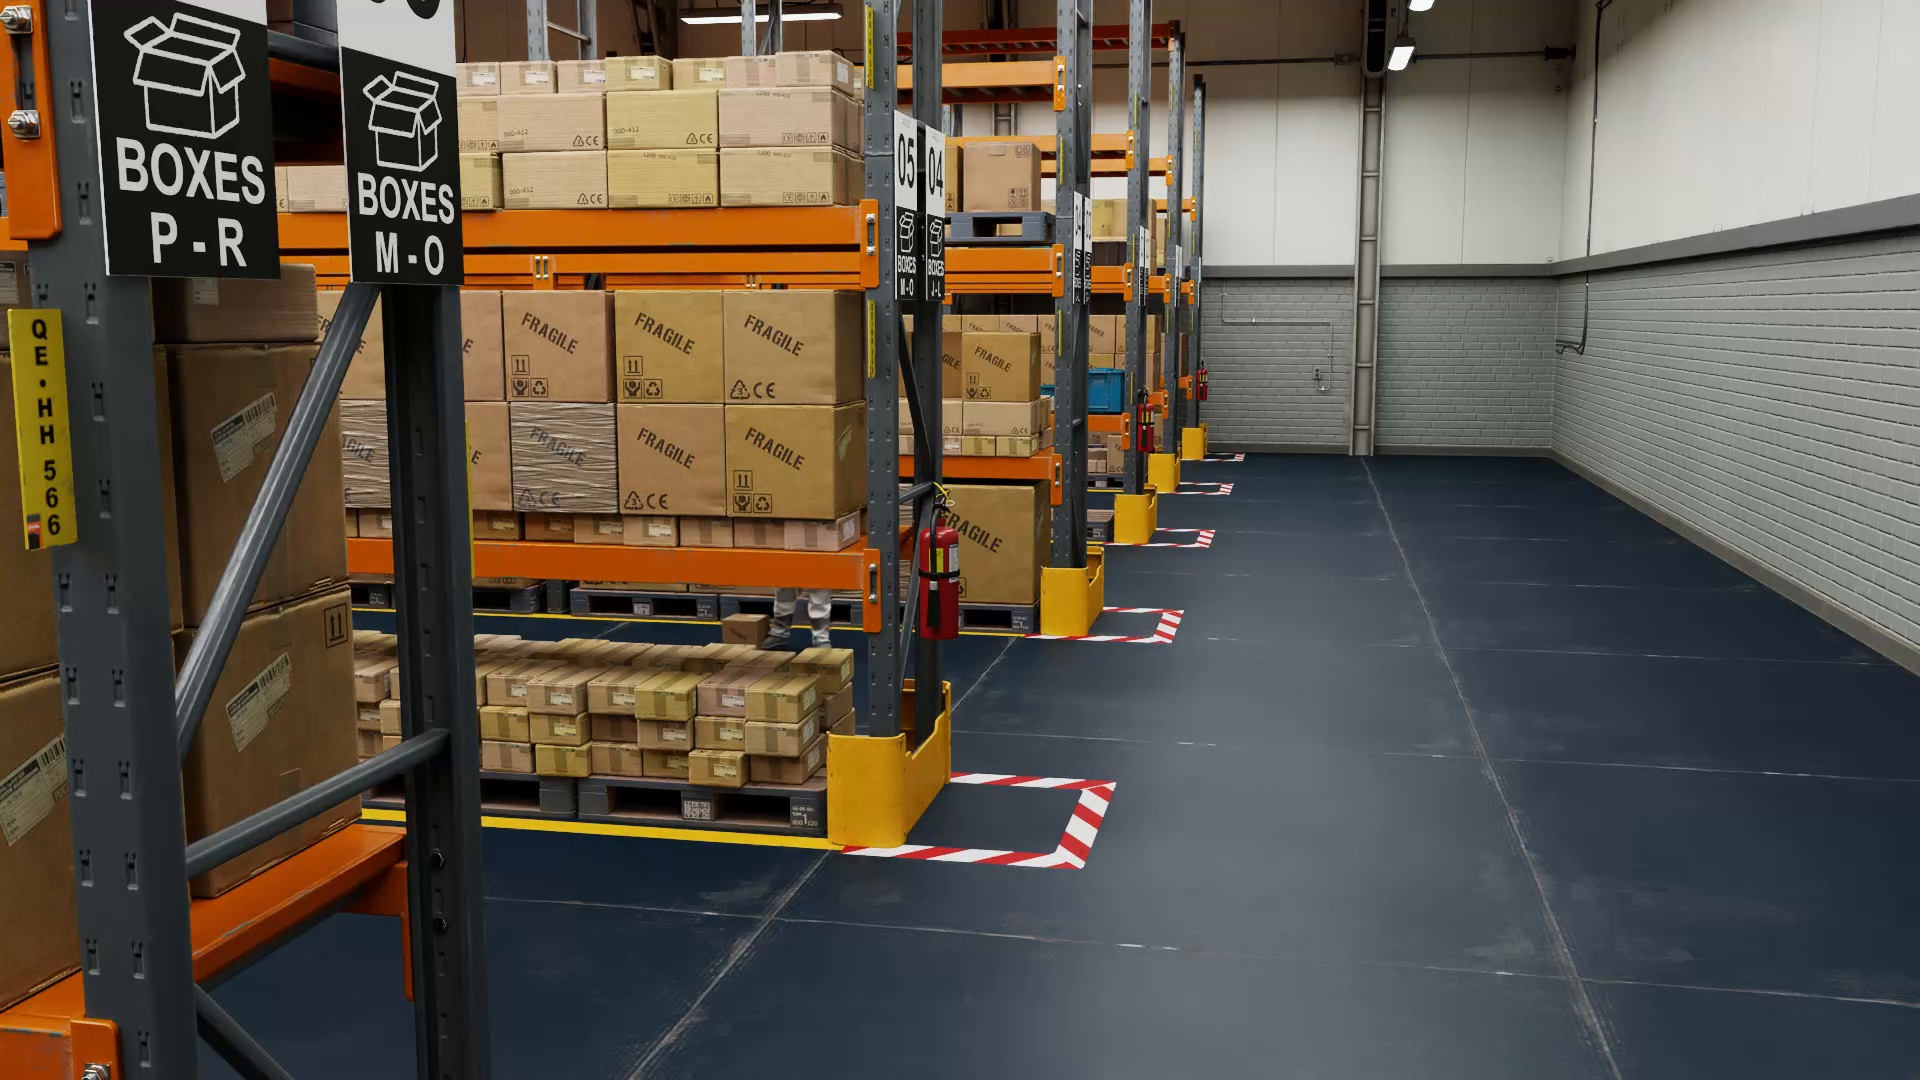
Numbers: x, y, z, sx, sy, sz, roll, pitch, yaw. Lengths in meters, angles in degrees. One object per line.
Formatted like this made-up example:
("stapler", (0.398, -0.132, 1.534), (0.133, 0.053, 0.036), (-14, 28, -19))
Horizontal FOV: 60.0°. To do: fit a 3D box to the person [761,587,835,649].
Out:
("person", (-1.124, -0.099, 11.358), (0.671, 1.789, 0.472), (0, 8, -2))
